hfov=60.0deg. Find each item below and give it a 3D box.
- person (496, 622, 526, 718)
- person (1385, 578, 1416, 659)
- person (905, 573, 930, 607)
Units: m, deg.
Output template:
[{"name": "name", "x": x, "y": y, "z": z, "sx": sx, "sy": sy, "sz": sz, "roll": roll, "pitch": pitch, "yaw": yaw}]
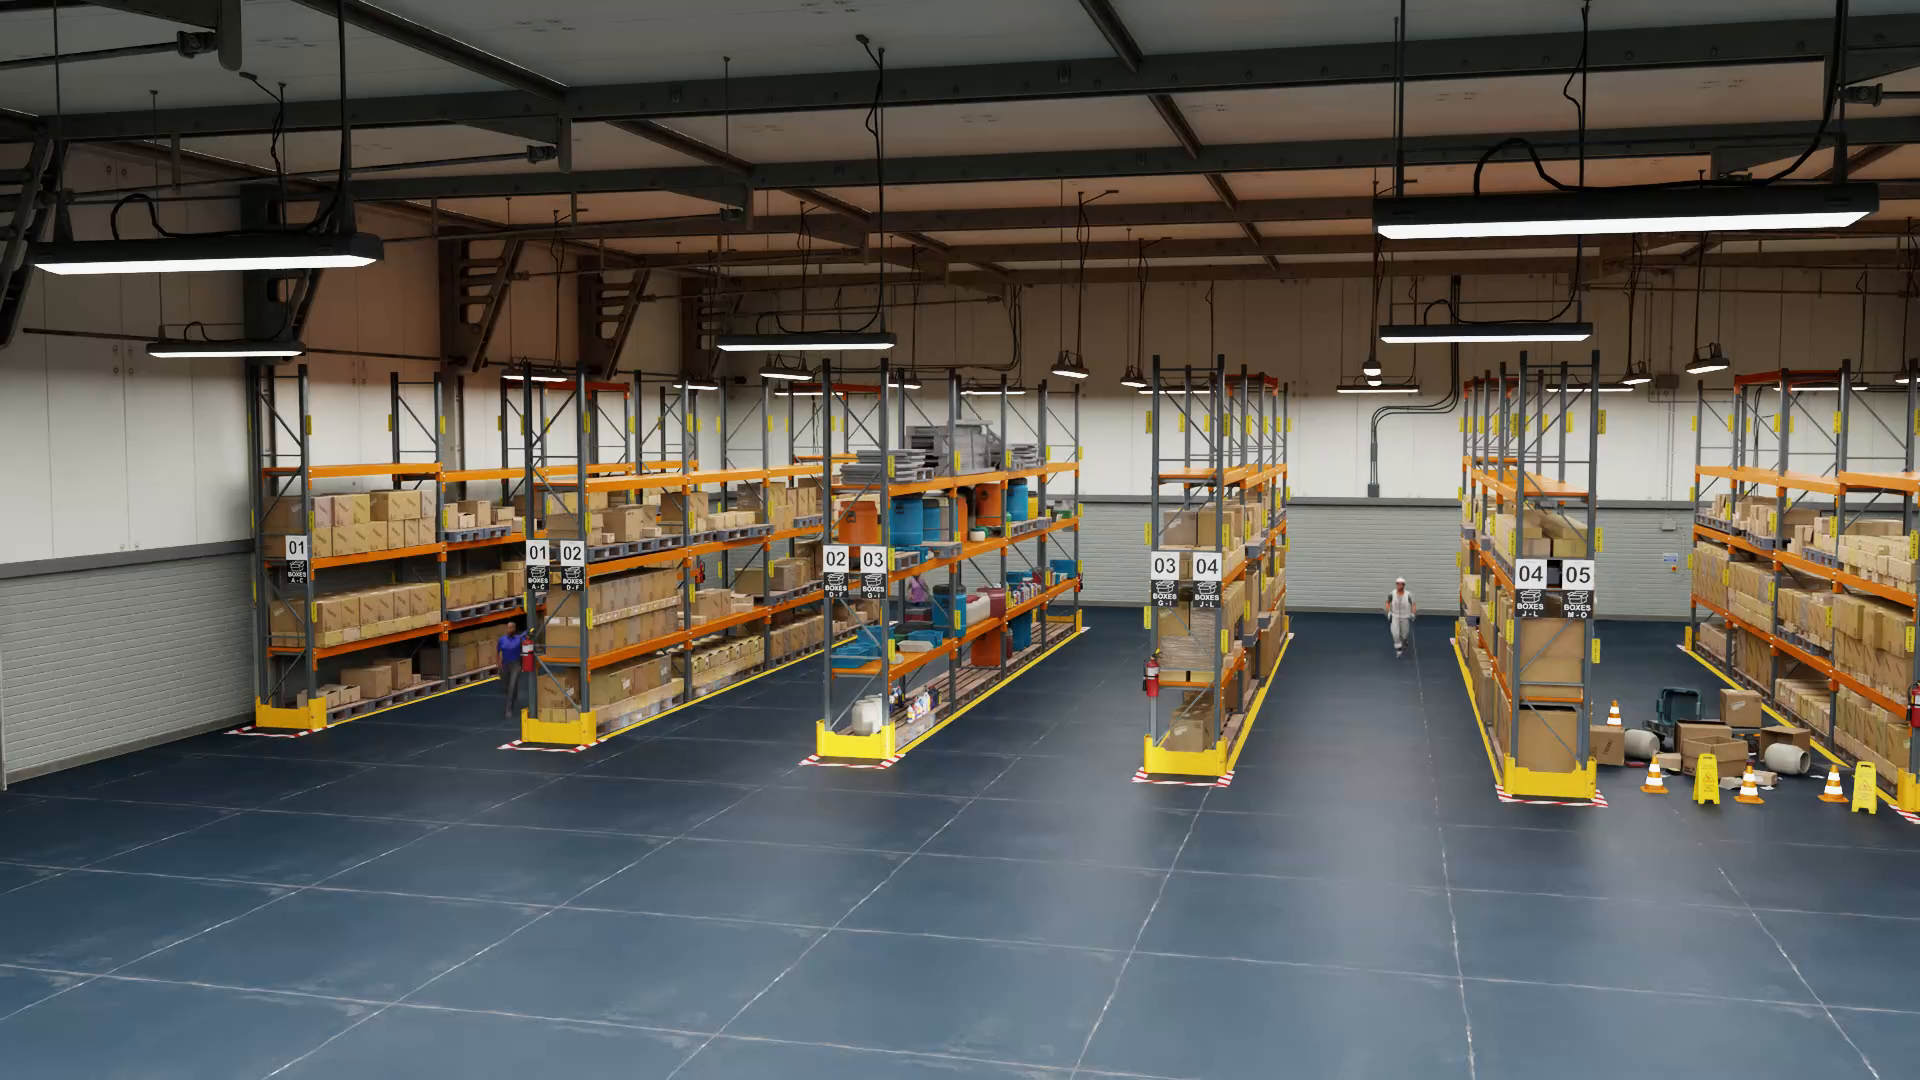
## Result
[{"name": "person", "x": -7.772, "y": 2.230, "z": 28.880, "sx": 0.568, "sy": 1.632, "sz": 0.865, "roll": 0, "pitch": 4, "yaw": 3}, {"name": "person", "x": 9.497, "y": 1.671, "z": 35.854, "sx": 0.640, "sy": 1.734, "sz": 0.645, "roll": 1, "pitch": 4, "yaw": 19}, {"name": "person", "x": -1.017, "y": 1.496, "z": 39.634, "sx": 0.592, "sy": 1.608, "sz": 0.712, "roll": 0, "pitch": 4, "yaw": 1}]
